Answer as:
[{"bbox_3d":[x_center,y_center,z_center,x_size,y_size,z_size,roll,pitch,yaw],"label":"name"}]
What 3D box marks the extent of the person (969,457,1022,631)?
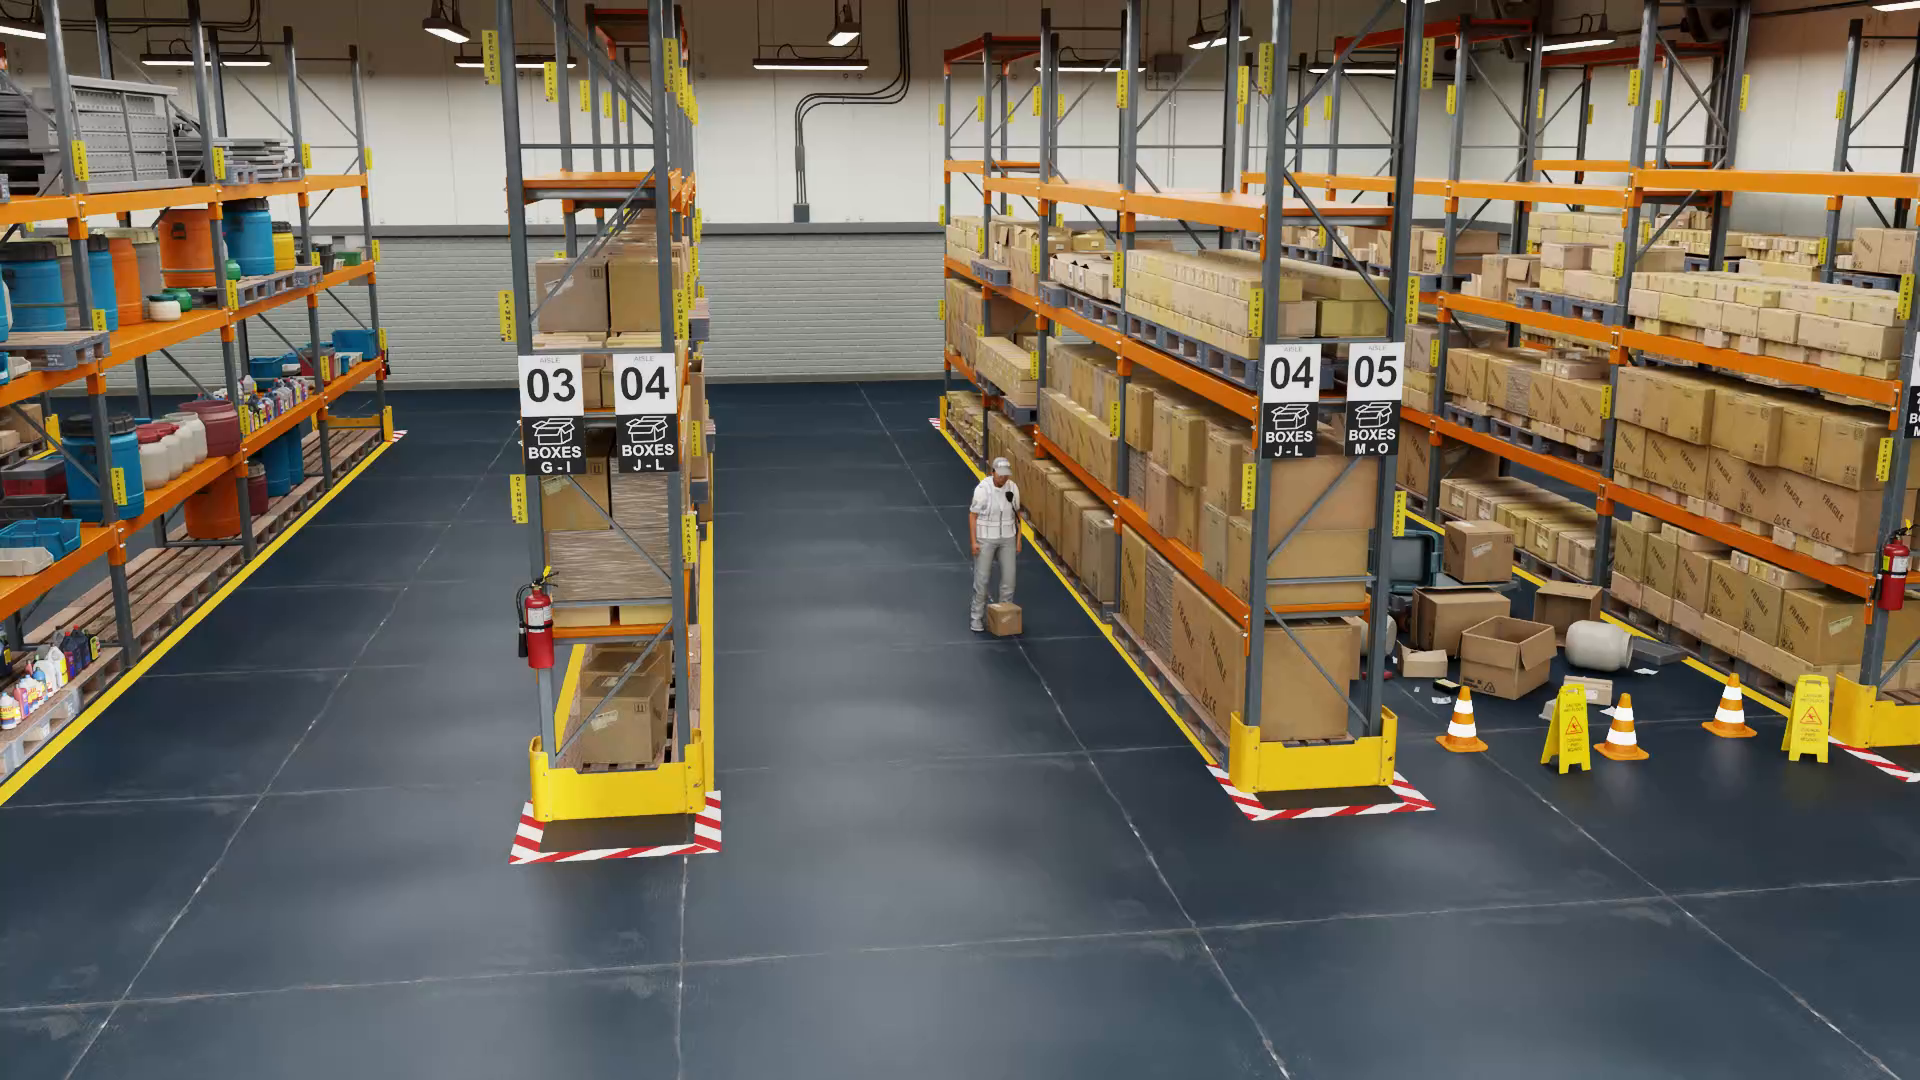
[{"bbox_3d":[0.339,0.019,15.893,0.544,1.666,0.470,-5,14,-19],"label":"person"}]
